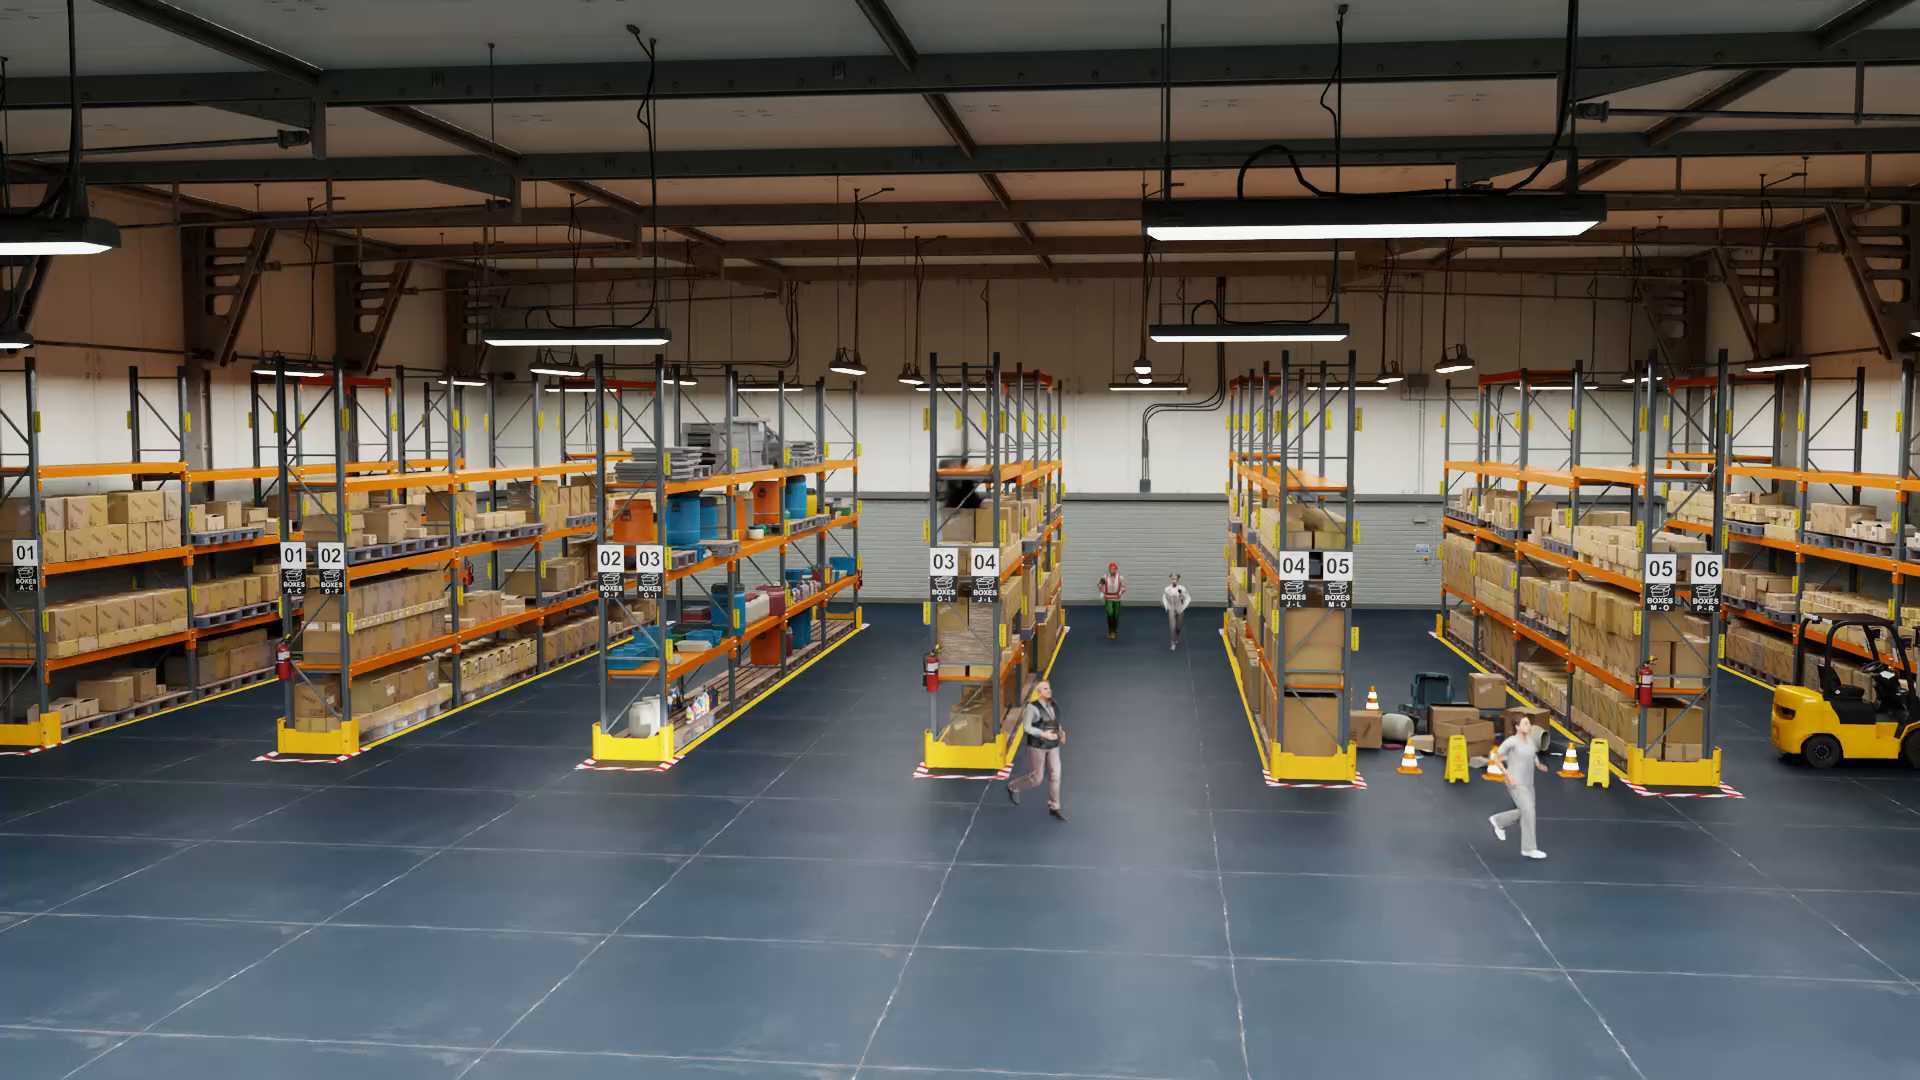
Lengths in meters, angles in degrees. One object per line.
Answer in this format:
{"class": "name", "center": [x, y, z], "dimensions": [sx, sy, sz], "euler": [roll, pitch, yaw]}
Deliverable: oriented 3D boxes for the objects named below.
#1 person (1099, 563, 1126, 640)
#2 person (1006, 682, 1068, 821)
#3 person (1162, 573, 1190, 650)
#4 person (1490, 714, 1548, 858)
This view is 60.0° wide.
{"class": "person", "center": [3.536, 1.408, 38.482], "dimensions": [0.589, 1.782, 0.815], "euler": [0, 4, -3]}
{"class": "person", "center": [1.032, 2.655, 21.193], "dimensions": [0.670, 1.730, 0.918], "euler": [-3, 5, -40]}
{"class": "person", "center": [4.802, 1.570, 36.910], "dimensions": [0.625, 1.695, 0.679], "euler": [1, 4, 12]}
{"class": "person", "center": [6.445, 2.814, 19.259], "dimensions": [0.567, 1.639, 0.780], "euler": [-3, 5, -34]}
